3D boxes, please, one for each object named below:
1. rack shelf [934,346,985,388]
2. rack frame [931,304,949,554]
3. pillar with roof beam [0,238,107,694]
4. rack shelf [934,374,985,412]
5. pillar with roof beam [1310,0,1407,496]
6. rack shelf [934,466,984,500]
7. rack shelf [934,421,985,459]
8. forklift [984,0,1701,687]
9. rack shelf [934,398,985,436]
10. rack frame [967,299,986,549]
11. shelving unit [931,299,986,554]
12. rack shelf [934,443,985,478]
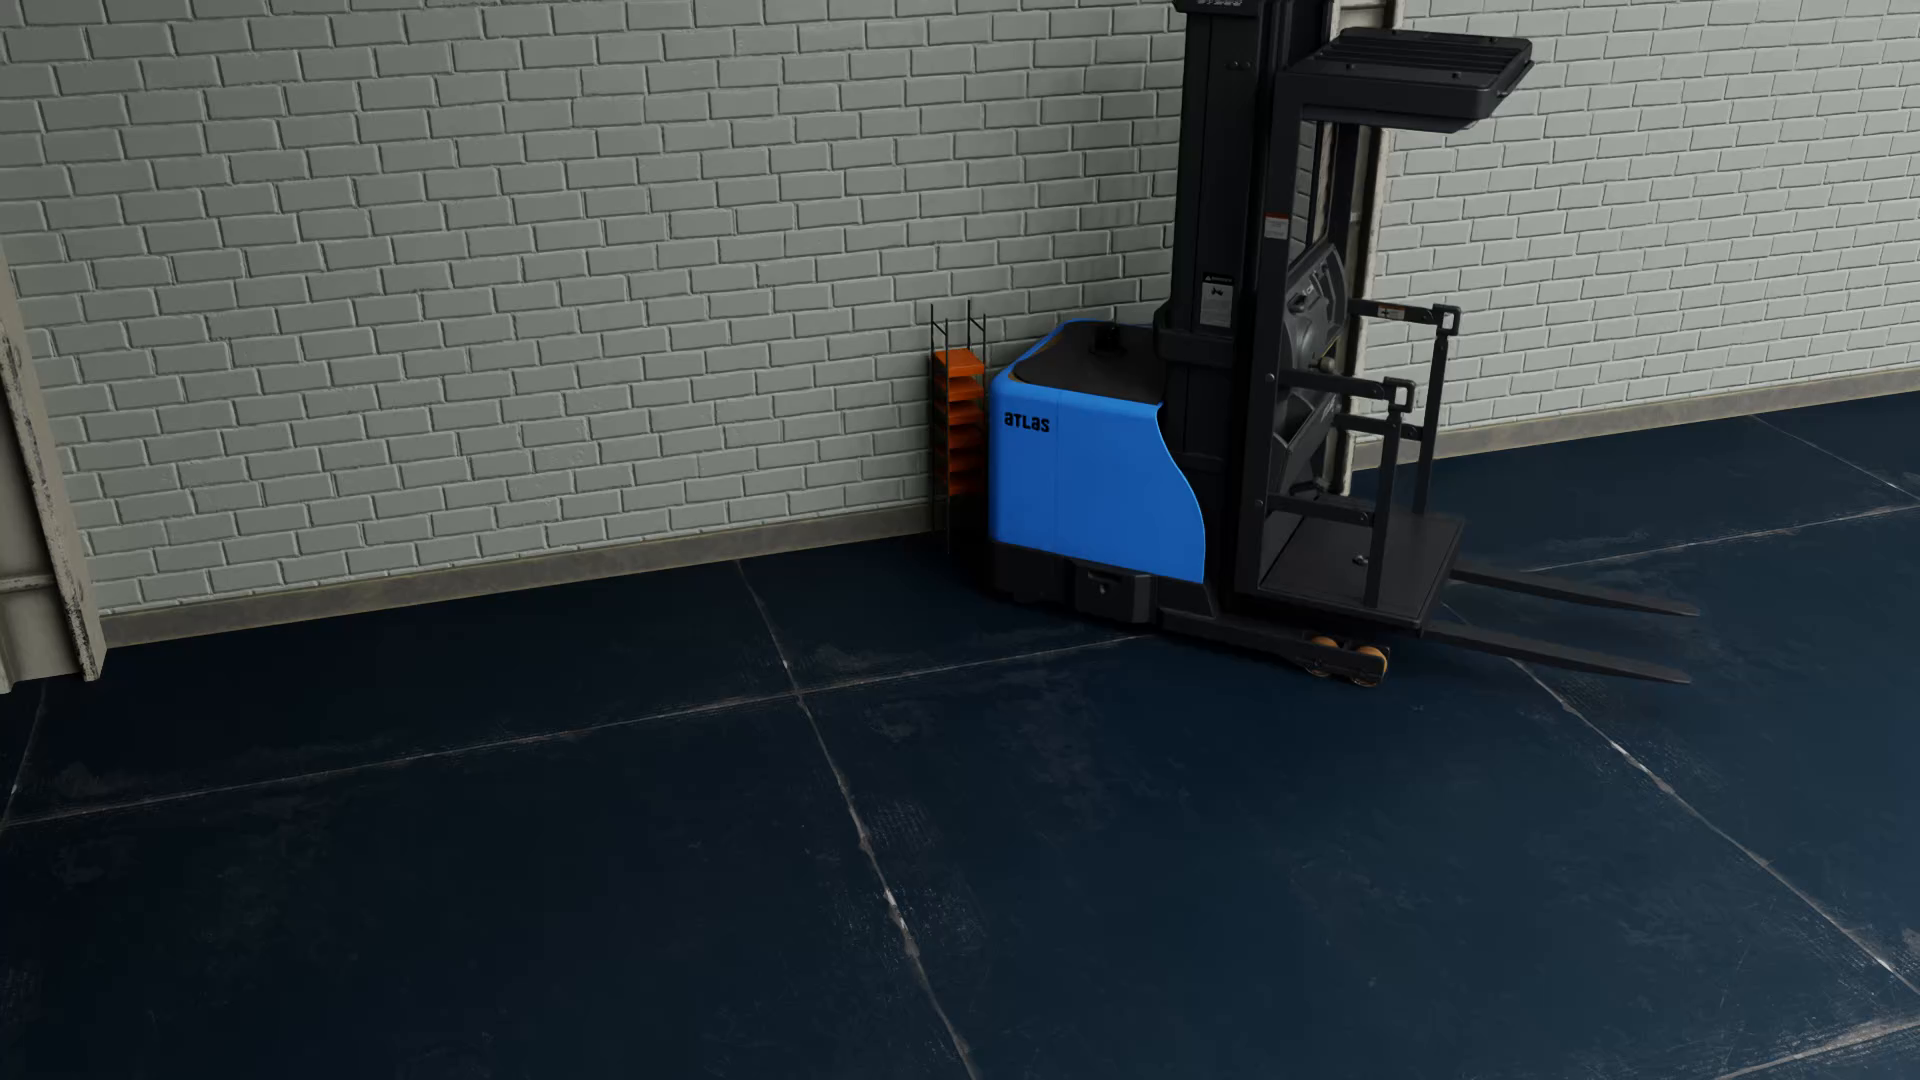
[{"bbox_3d":[-0.009,-0.814,7.832,0.180,0.103,0.258,-9,28,-17],"label":"rack shelf"},{"bbox_3d":[-0.095,-0.518,7.945,0.006,1.200,0.240,-9,28,-17],"label":"rack frame"},{"bbox_3d":[-2.560,-1.656,1.467,0.400,9.000,9.100,-8,28,-16],"label":"pillar with roof beam"},{"bbox_3d":[-0.009,-0.707,7.885,0.180,0.103,0.258,-9,28,-17],"label":"rack shelf"},{"bbox_3d":[3.145,-2.483,3.131,0.400,9.000,9.100,-8,28,-16],"label":"pillar with roof beam"},{"bbox_3d":[-0.009,-0.277,8.098,0.180,0.103,0.258,-9,28,-17],"label":"rack shelf"},{"bbox_3d":[-0.009,-0.492,7.992,0.180,0.103,0.258,-9,28,-17],"label":"rack shelf"},{"bbox_3d":[1.671,-0.965,6.897,3.031,2.935,1.130,12,29,22],"label":"forklift"},{"bbox_3d":[-0.009,-0.599,7.938,0.180,0.103,0.258,-9,28,-17],"label":"rack shelf"},{"bbox_3d":[0.078,-0.545,7.999,0.006,1.200,0.240,-9,28,-17],"label":"rack frame"},{"bbox_3d":[-0.009,-0.532,7.972,0.189,1.200,0.258,-9,28,-17],"label":"shelving unit"},{"bbox_3d":[-0.009,-0.385,8.045,0.180,0.103,0.258,-9,28,-17],"label":"rack shelf"}]
